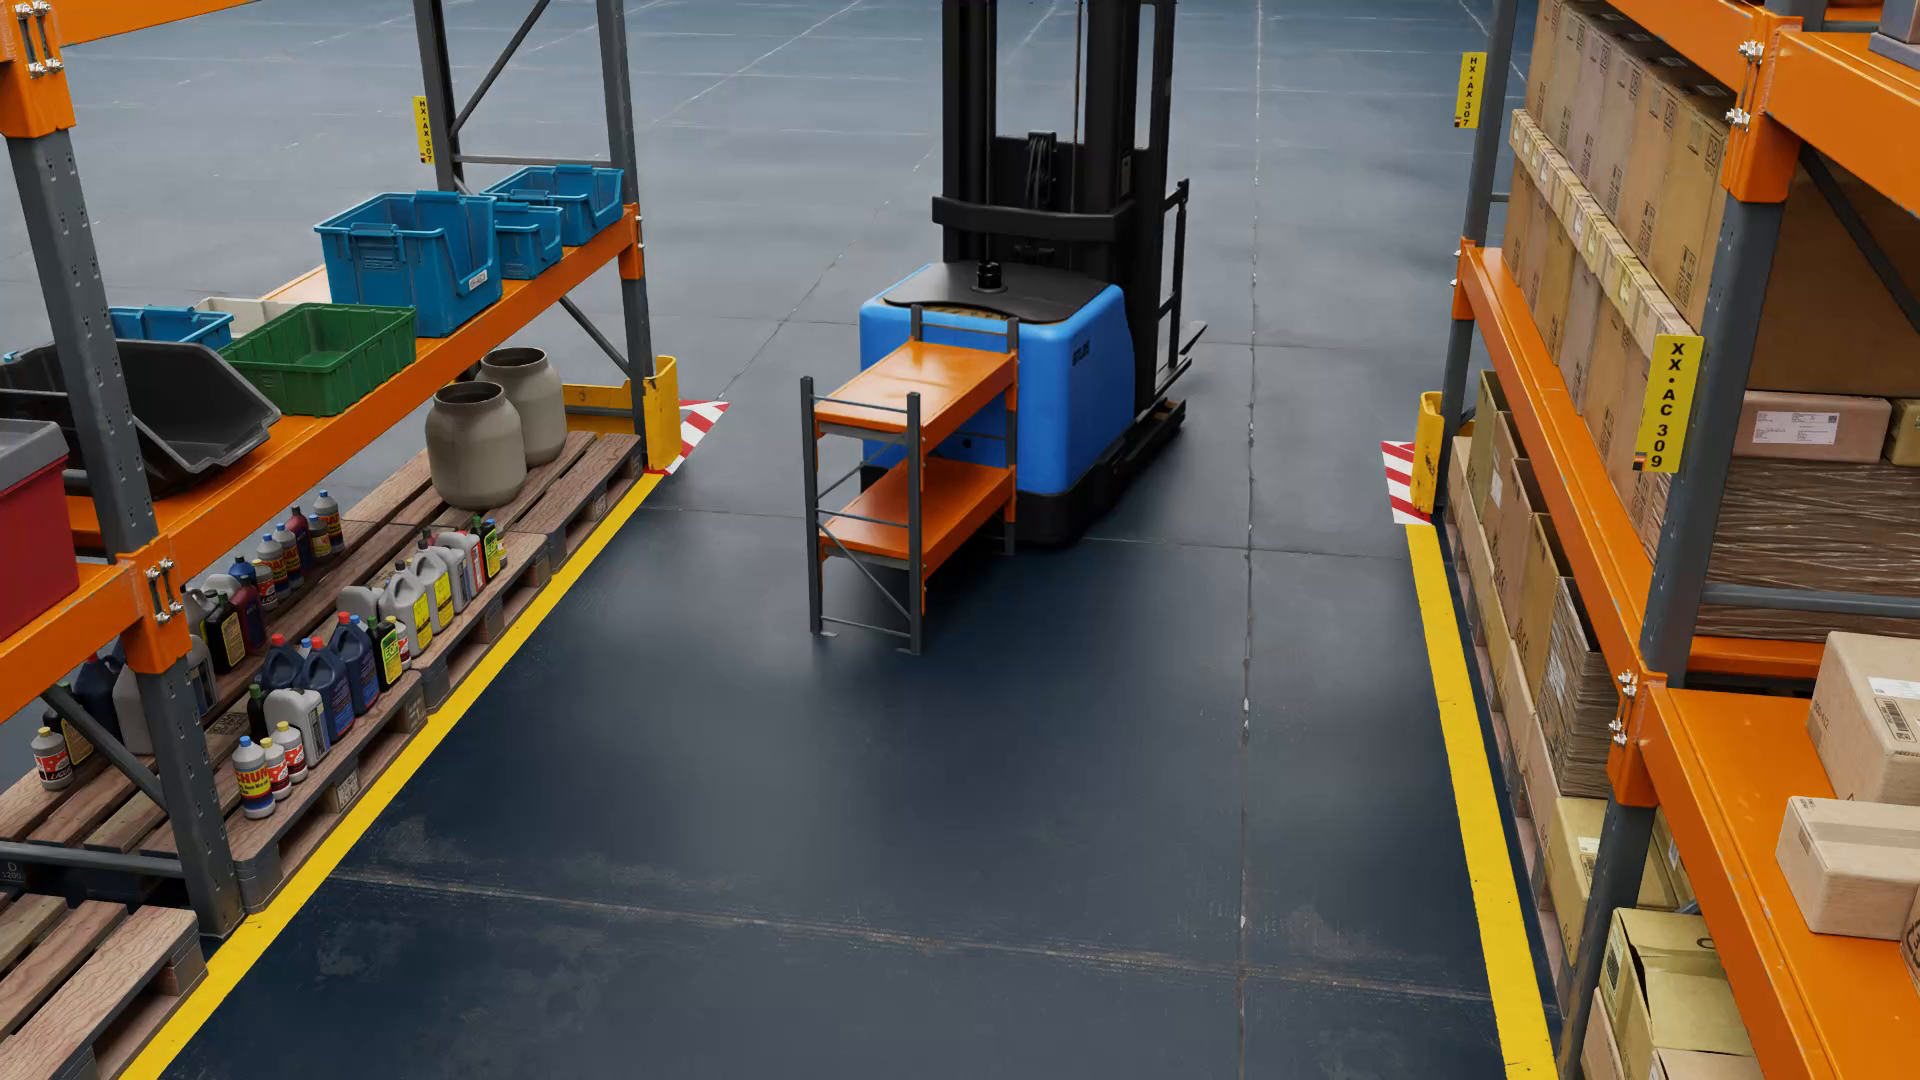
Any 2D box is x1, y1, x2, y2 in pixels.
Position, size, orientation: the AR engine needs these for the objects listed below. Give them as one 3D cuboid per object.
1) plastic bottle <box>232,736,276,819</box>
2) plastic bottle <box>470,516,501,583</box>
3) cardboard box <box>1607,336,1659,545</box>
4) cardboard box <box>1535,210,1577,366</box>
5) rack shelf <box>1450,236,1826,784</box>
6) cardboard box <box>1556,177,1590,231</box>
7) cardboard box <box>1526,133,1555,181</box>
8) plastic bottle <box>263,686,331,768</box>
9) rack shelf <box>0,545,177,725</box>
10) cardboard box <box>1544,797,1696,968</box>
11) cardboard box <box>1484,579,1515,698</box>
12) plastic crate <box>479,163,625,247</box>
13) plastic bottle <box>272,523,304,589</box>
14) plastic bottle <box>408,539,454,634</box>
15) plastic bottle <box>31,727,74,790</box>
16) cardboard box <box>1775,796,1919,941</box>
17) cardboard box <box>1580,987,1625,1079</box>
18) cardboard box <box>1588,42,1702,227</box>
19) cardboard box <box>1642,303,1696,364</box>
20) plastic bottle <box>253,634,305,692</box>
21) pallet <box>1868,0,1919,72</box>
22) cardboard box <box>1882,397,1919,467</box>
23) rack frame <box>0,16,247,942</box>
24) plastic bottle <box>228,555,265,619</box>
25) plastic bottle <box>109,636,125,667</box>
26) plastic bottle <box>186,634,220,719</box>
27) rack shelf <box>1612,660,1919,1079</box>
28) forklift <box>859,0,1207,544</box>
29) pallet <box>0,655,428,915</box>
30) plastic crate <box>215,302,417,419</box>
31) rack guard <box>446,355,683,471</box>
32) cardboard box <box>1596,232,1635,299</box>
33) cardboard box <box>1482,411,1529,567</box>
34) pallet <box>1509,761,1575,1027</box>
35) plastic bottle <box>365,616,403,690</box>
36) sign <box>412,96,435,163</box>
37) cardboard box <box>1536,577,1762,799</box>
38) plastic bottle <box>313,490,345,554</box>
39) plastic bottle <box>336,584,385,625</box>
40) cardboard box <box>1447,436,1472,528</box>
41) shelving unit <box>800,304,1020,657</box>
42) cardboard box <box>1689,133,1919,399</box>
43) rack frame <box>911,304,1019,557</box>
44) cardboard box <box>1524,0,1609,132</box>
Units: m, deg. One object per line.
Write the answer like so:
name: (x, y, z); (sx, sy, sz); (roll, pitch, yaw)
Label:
plastic bottle: (-2.259, 0.750, 5.310); (0.097, 0.271, 0.097); (0, 25, 0)
plastic bottle: (-1.959, 0.023, 6.848); (0.061, 0.283, 0.133); (5, 25, 10)
cardboard box: (2.288, -0.292, 4.717); (0.700, 0.500, 0.500); (4, 25, 8)
cardboard box: (2.539, -0.936, 6.093); (0.700, 0.500, 0.500); (4, 25, 9)
rack shelf: (2.469, -0.350, 5.808); (1.077, 0.370, 4.000); (4, 25, 9)
cardboard box: (2.311, -1.163, 5.814); (0.380, 0.149, 0.250); (4, 25, 8)
cardboard box: (2.437, -1.487, 6.506); (0.380, 0.149, 0.250); (4, 25, 9)
plastic bottle: (-2.234, 0.610, 5.602); (0.152, 0.276, 0.135); (5, 26, 10)
rack shelf: (-3.071, 0.978, 2.970); (1.077, 0.370, 4.000); (4, 25, 9)
cardboard box: (2.002, 1.007, 4.809); (0.500, 0.250, 0.500); (4, 25, 9)
cardboard box: (2.242, 0.379, 6.150); (0.500, 0.250, 0.500); (4, 25, 9)
plastic crate: (-1.877, -1.559, 7.719); (0.499, 0.251, 0.616); (4, 25, 9)
plastic bottle: (-2.750, 0.060, 6.784); (0.097, 0.271, 0.097); (0, 25, 0)
plastic bottle: (-2.072, 0.173, 6.448); (0.144, 0.351, 0.185); (5, 26, 11)
plastic bottle: (-2.992, 0.711, 5.475); (0.097, 0.201, 0.097); (0, 25, 0)
cardboard box: (1.796, 0.631, 3.160); (0.380, 0.149, 0.250); (4, 25, 9)
cardboard box: (1.832, 1.367, 4.038); (0.500, 0.250, 0.500); (3, 25, 7)
cardboard box: (2.454, -1.288, 5.315); (0.700, 0.500, 0.500); (4, 25, 9)
cardboard box: (2.058, -0.520, 4.439); (0.380, 0.149, 0.250); (3, 25, 7)
plastic bottle: (-2.345, 0.498, 5.754); (0.144, 0.351, 0.185); (4, 25, 9)
pallet: (2.011, -0.741, 2.483); (0.805, 0.209, 1.217); (3, 25, 6)
cardboard box: (2.377, -0.277, 3.921); (0.380, 0.149, 0.250); (4, 25, 8)
rack frame: (-2.744, -0.184, 4.605); (1.000, 3.000, 0.127); (4, 25, 9)
plastic bottle: (-2.800, 0.186, 6.513); (0.097, 0.271, 0.097); (0, 25, 0)
plastic bottle: (-2.892, 0.447, 5.863); (0.144, 0.351, 0.185); (3, 25, 6)
plastic bottle: (-2.741, 0.481, 5.879); (0.152, 0.276, 0.135); (4, 25, 9)
rack shelf: (1.815, 1.323, 2.234); (1.077, 0.370, 4.000); (4, 25, 9)
forklift: (0.578, -1.908, 8.369); (1.130, 2.935, 3.031); (10, 27, 21)
pallet: (-2.593, 0.801, 5.790); (1.003, 0.211, 1.213); (4, 25, 9)
plastic crate: (-2.244, -0.636, 5.821); (0.450, 0.188, 0.662); (4, 25, 9)
rack guard: (-2.056, -0.690, 8.634); (1.175, 0.500, 0.348); (4, 25, 9)
cardboard box: (2.184, -0.838, 5.119); (0.380, 0.149, 0.250); (5, 25, 10)
cardboard box: (2.340, -0.169, 6.435); (0.500, 0.500, 0.500); (4, 25, 9)
pallet: (2.313, 1.094, 5.164); (1.003, 0.211, 1.213); (4, 25, 9)
plastic bottle: (-2.104, 0.393, 6.057); (0.061, 0.283, 0.133); (5, 26, 11)
sign: (-2.632, -2.022, 8.205); (0.100, 0.325, 0.005); (4, 25, 9)
cardboard box: (2.096, 0.459, 5.095); (0.500, 0.500, 0.500); (4, 25, 9)
plastic bottle: (-2.694, -0.084, 7.090); (0.097, 0.271, 0.097); (0, 25, 0)
plastic bottle: (-2.253, 0.285, 6.297); (0.152, 0.276, 0.135); (4, 25, 9)
cardboard box: (2.489, -0.248, 7.490); (0.500, 0.250, 0.500); (4, 25, 9)
shelving unit: (-0.183, -0.281, 7.023); (0.538, 1.125, 1.048); (10, 27, 21)
cardboard box: (2.208, -0.658, 3.969); (0.700, 0.500, 0.500); (4, 25, 9)
rack frame: (0.019, -0.479, 7.446); (0.500, 1.125, 0.032); (10, 27, 21)
cardboard box: (2.698, -1.929, 6.684); (0.700, 0.500, 0.500); (4, 25, 9)
